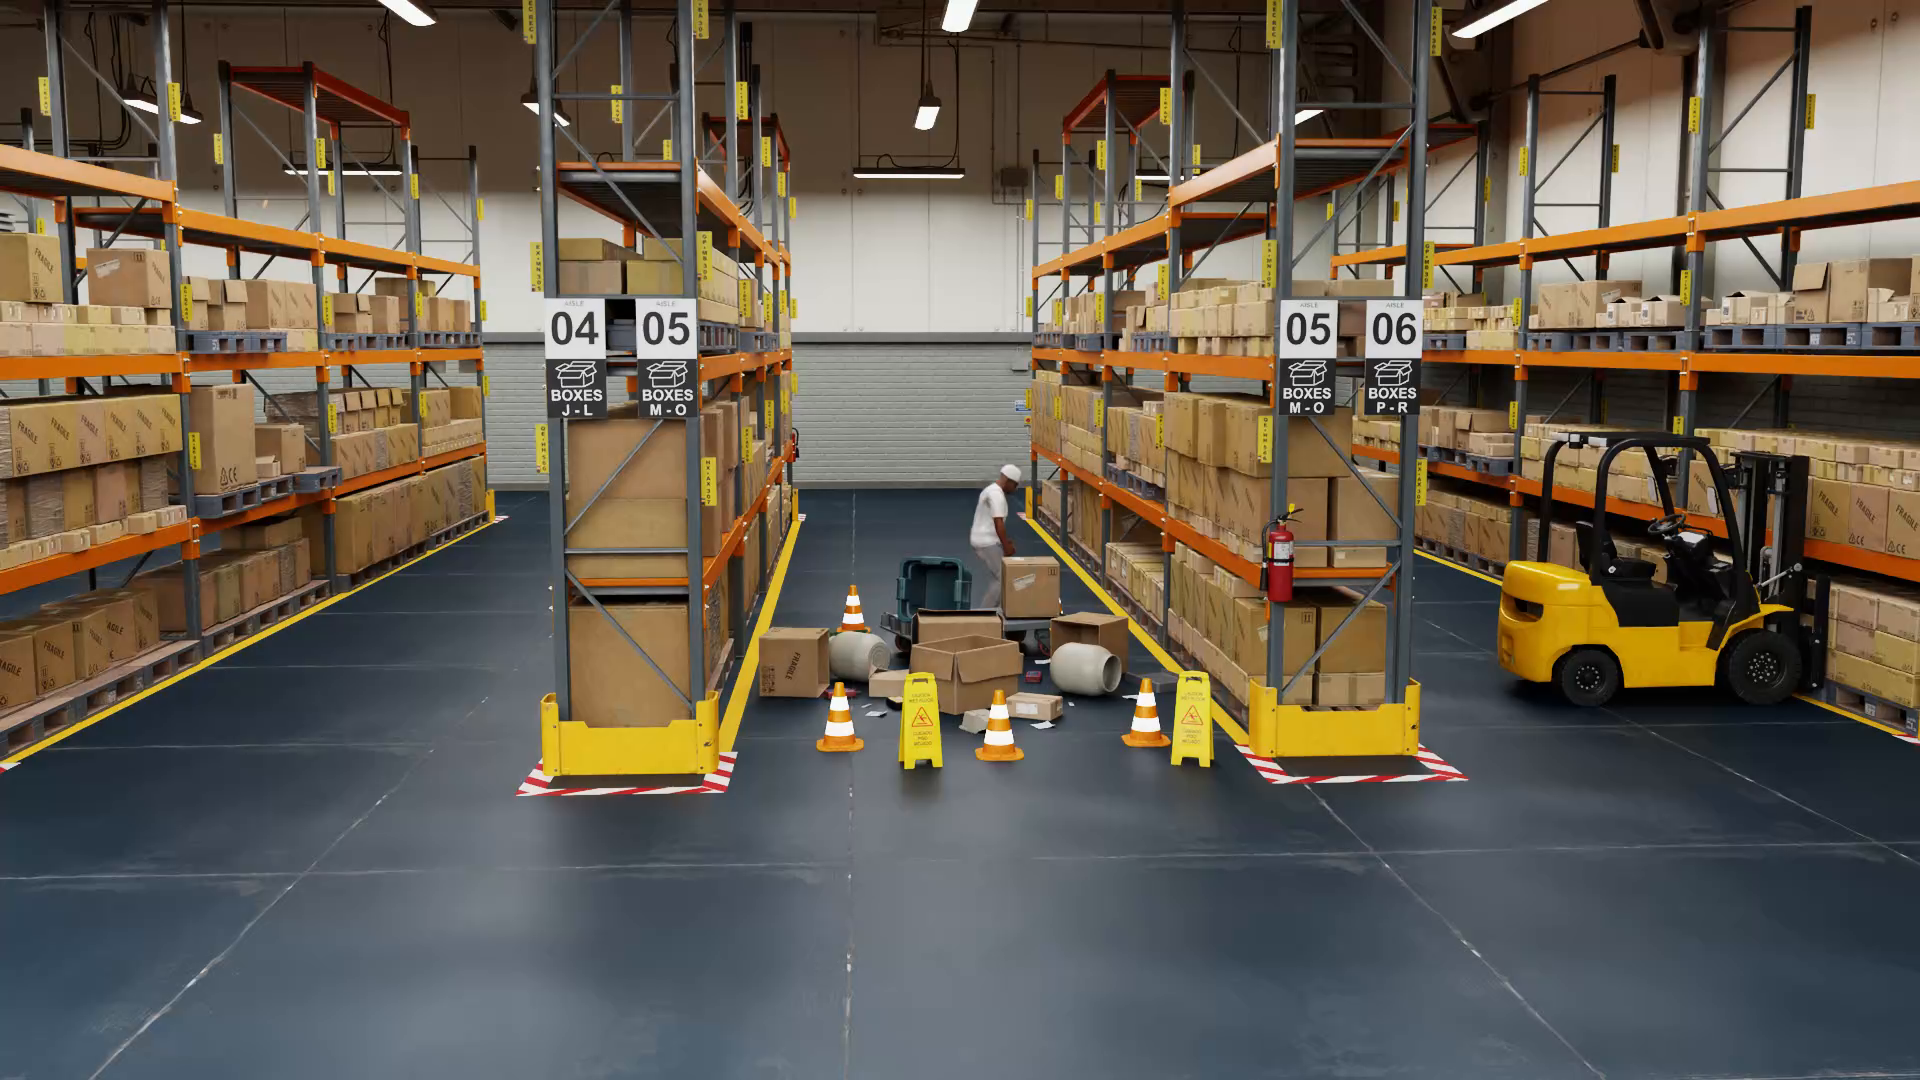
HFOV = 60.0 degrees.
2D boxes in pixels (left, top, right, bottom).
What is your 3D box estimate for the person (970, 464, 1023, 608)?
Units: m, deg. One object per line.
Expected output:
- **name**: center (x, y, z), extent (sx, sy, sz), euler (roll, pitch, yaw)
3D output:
- **person**: center (0.379, 0.039, 17.313), extent (0.554, 1.651, 0.610), euler (0, 7, -2)
